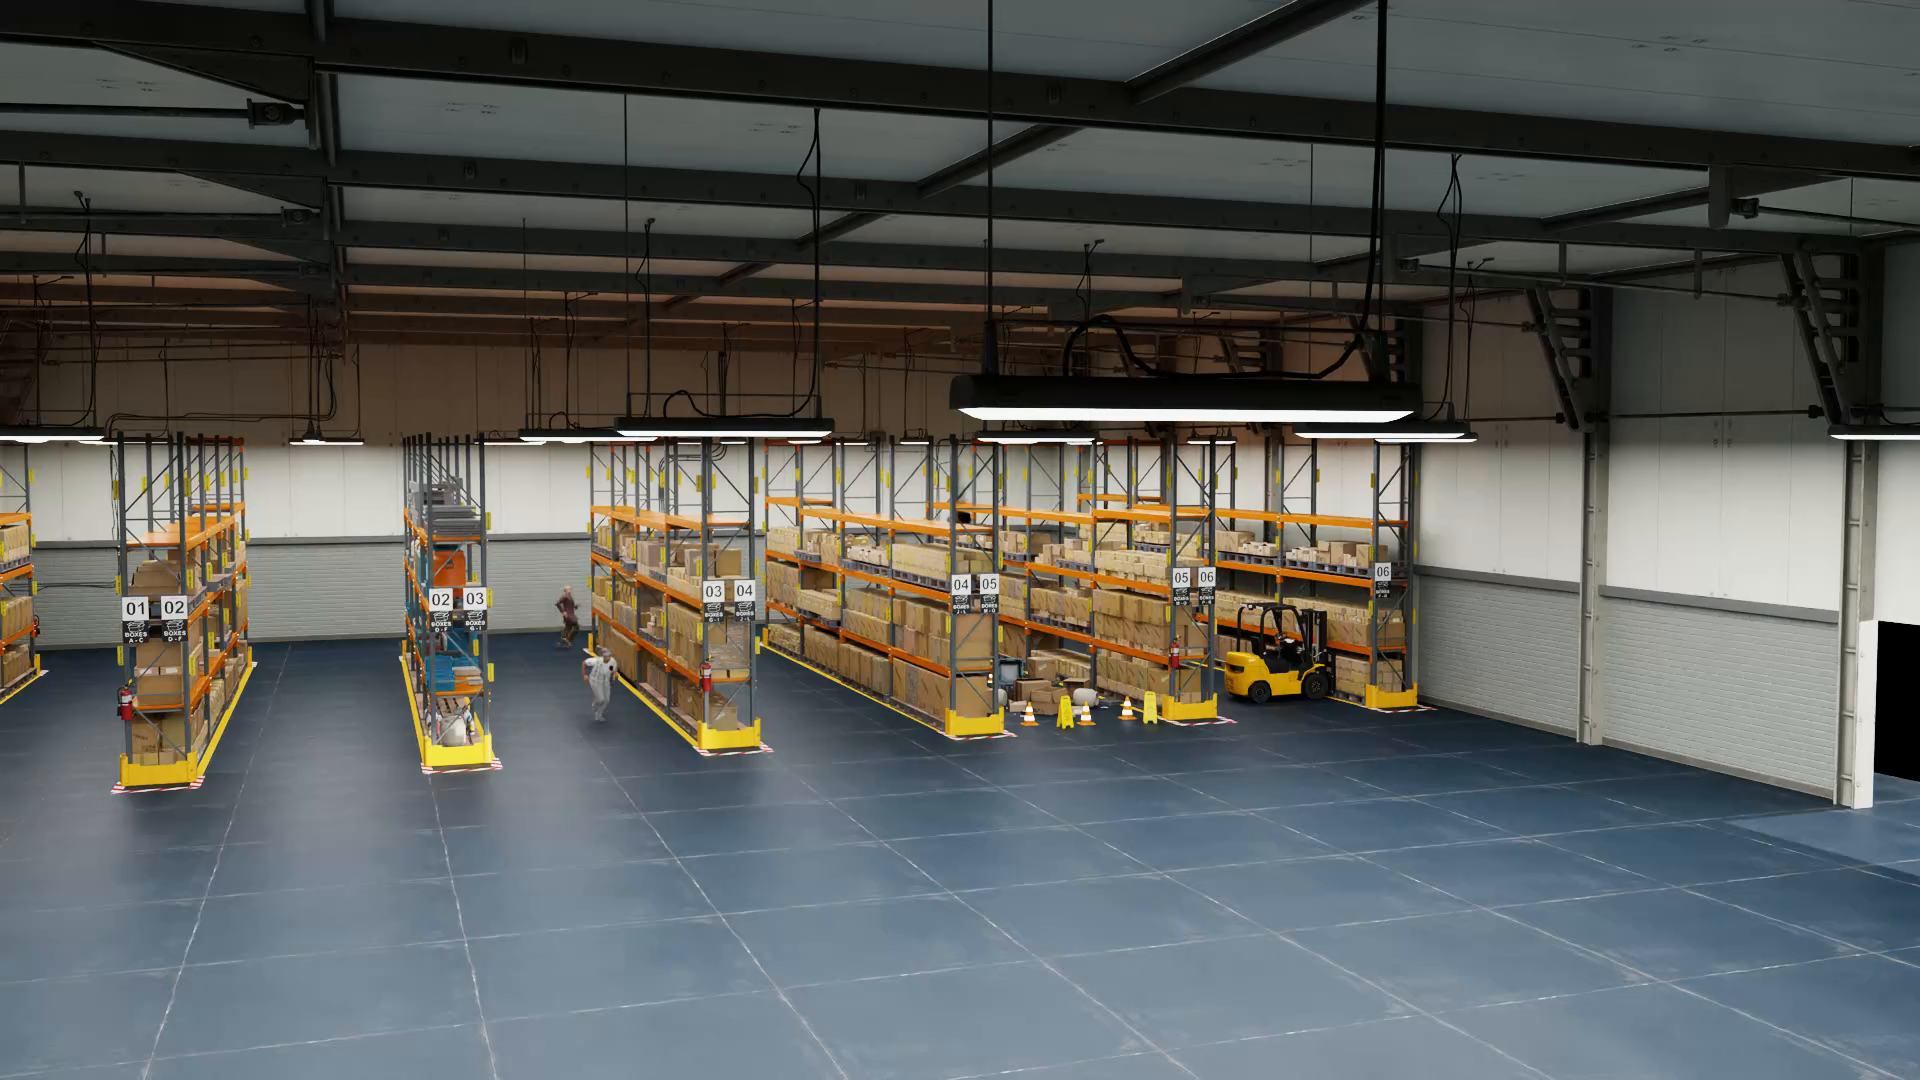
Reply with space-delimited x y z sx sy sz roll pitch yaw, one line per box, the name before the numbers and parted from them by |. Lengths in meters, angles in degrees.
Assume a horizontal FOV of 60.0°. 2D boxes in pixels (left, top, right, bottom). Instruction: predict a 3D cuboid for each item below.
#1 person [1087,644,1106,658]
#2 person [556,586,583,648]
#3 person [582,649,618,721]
person | 3.573 2.441 43.240 0.720 1.798 0.949 -1 3 -17
person | -11.181 2.204 47.609 0.769 1.794 0.678 0 3 -6
person | -7.479 3.023 34.578 0.694 1.571 0.878 -2 4 -34
